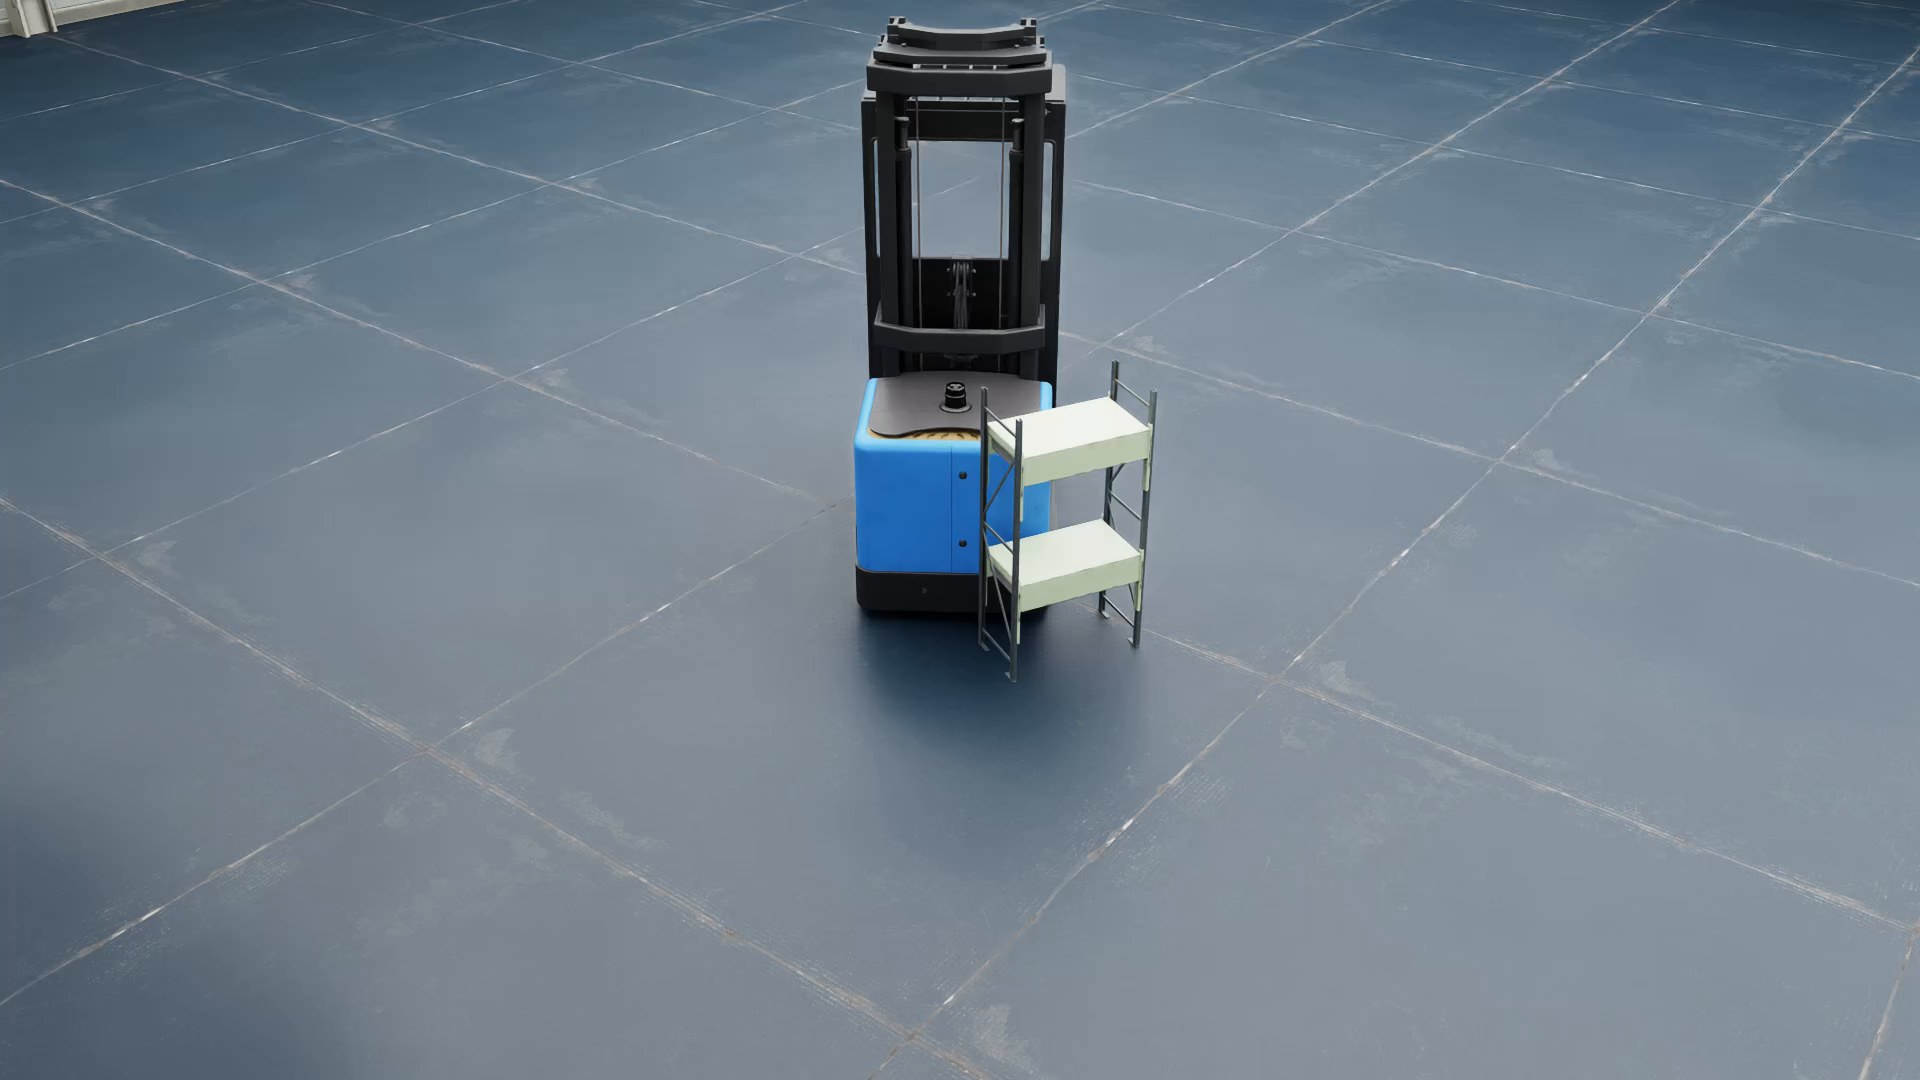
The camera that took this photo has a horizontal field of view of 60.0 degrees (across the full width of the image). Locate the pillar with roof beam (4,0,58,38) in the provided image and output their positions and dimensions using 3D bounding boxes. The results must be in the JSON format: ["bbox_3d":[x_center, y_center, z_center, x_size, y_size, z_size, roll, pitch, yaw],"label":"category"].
[{"bbox_3d":[-7.742,-8.681,15.572,9.100,9.000,0.400,21,37,31],"label":"pillar with roof beam"}]

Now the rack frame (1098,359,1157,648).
[{"bbox_3d":[0.855,-0.167,8.557,0.023,1.500,0.400,-14,34,-22],"label":"rack frame"}]

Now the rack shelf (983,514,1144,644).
[{"bbox_3d":[0.524,0.194,8.588,0.720,0.370,0.431,-14,34,-22],"label":"rack shelf"}]

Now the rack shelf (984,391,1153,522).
[{"bbox_3d":[0.526,-0.420,8.219,0.720,0.370,0.431,-14,34,-22],"label":"rack shelf"}]

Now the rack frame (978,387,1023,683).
[{"bbox_3d":[0.195,-0.005,8.283,0.023,1.500,0.400,-14,34,-22],"label":"rack frame"}]

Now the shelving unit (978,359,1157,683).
[{"bbox_3d":[0.525,-0.086,8.420,0.755,1.500,0.431,-14,34,-22],"label":"shelving unit"}]

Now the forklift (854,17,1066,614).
[{"bbox_3d":[0.031,-1.582,9.544,1.130,2.935,3.031,1,31,2],"label":"forklift"}]
